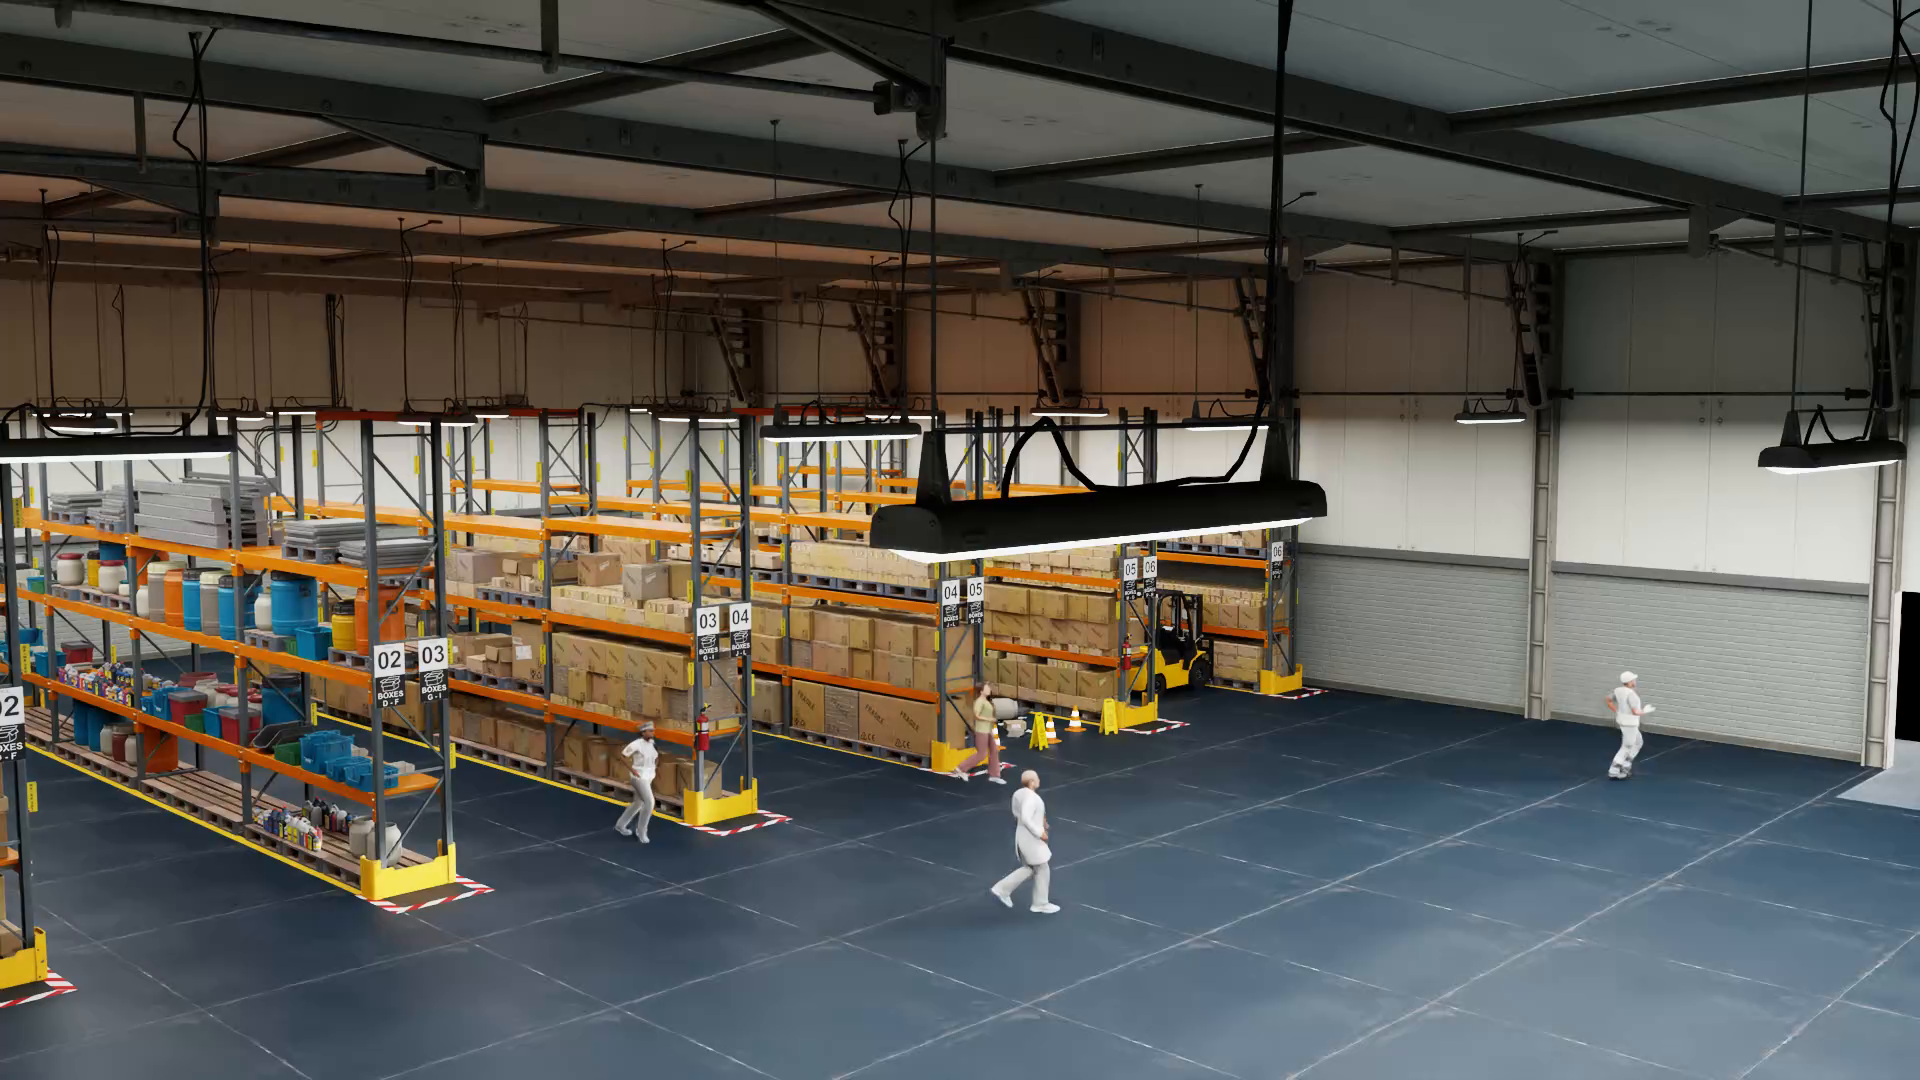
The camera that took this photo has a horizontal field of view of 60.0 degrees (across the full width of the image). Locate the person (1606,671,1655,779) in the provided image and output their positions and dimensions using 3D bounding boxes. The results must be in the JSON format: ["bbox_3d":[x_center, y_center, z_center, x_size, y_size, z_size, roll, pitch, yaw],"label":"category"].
[{"bbox_3d":[10.946,3.041,27.154,0.681,1.809,0.635,0,5,2],"label":"person"}]

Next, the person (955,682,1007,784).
[{"bbox_3d":[0.339,3.119,26.862,0.846,1.685,0.599,1,5,6],"label":"person"}]

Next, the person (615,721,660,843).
[{"bbox_3d":[-4.567,3.430,23.723,0.675,1.728,0.584,2,5,20],"label":"person"}]

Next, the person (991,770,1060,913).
[{"bbox_3d":[0.812,3.667,20.164,0.860,1.771,0.711,-2,5,-17],"label":"person"}]
